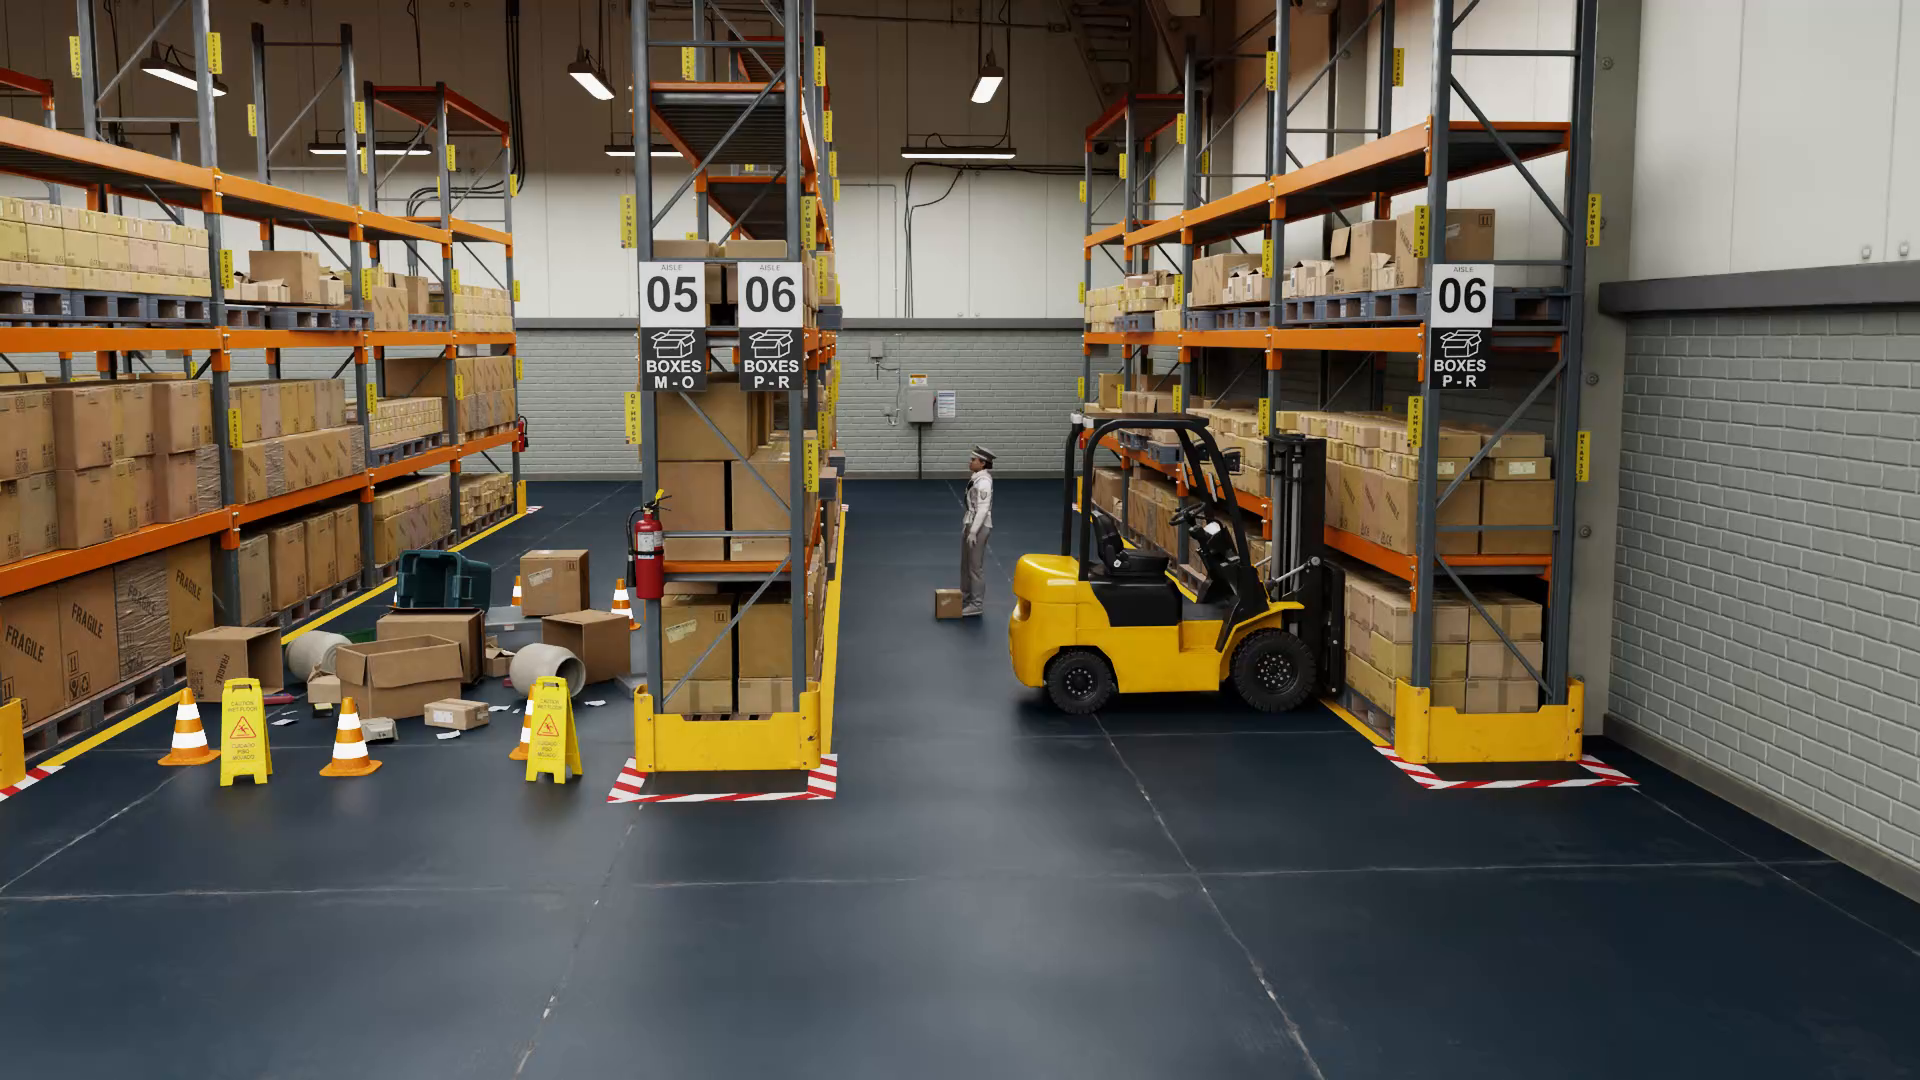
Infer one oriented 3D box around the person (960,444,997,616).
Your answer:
[{"bbox_3d":[0.091,-0.101,16.370,0.530,1.694,0.586,0,7,-4],"label":"person"}]
